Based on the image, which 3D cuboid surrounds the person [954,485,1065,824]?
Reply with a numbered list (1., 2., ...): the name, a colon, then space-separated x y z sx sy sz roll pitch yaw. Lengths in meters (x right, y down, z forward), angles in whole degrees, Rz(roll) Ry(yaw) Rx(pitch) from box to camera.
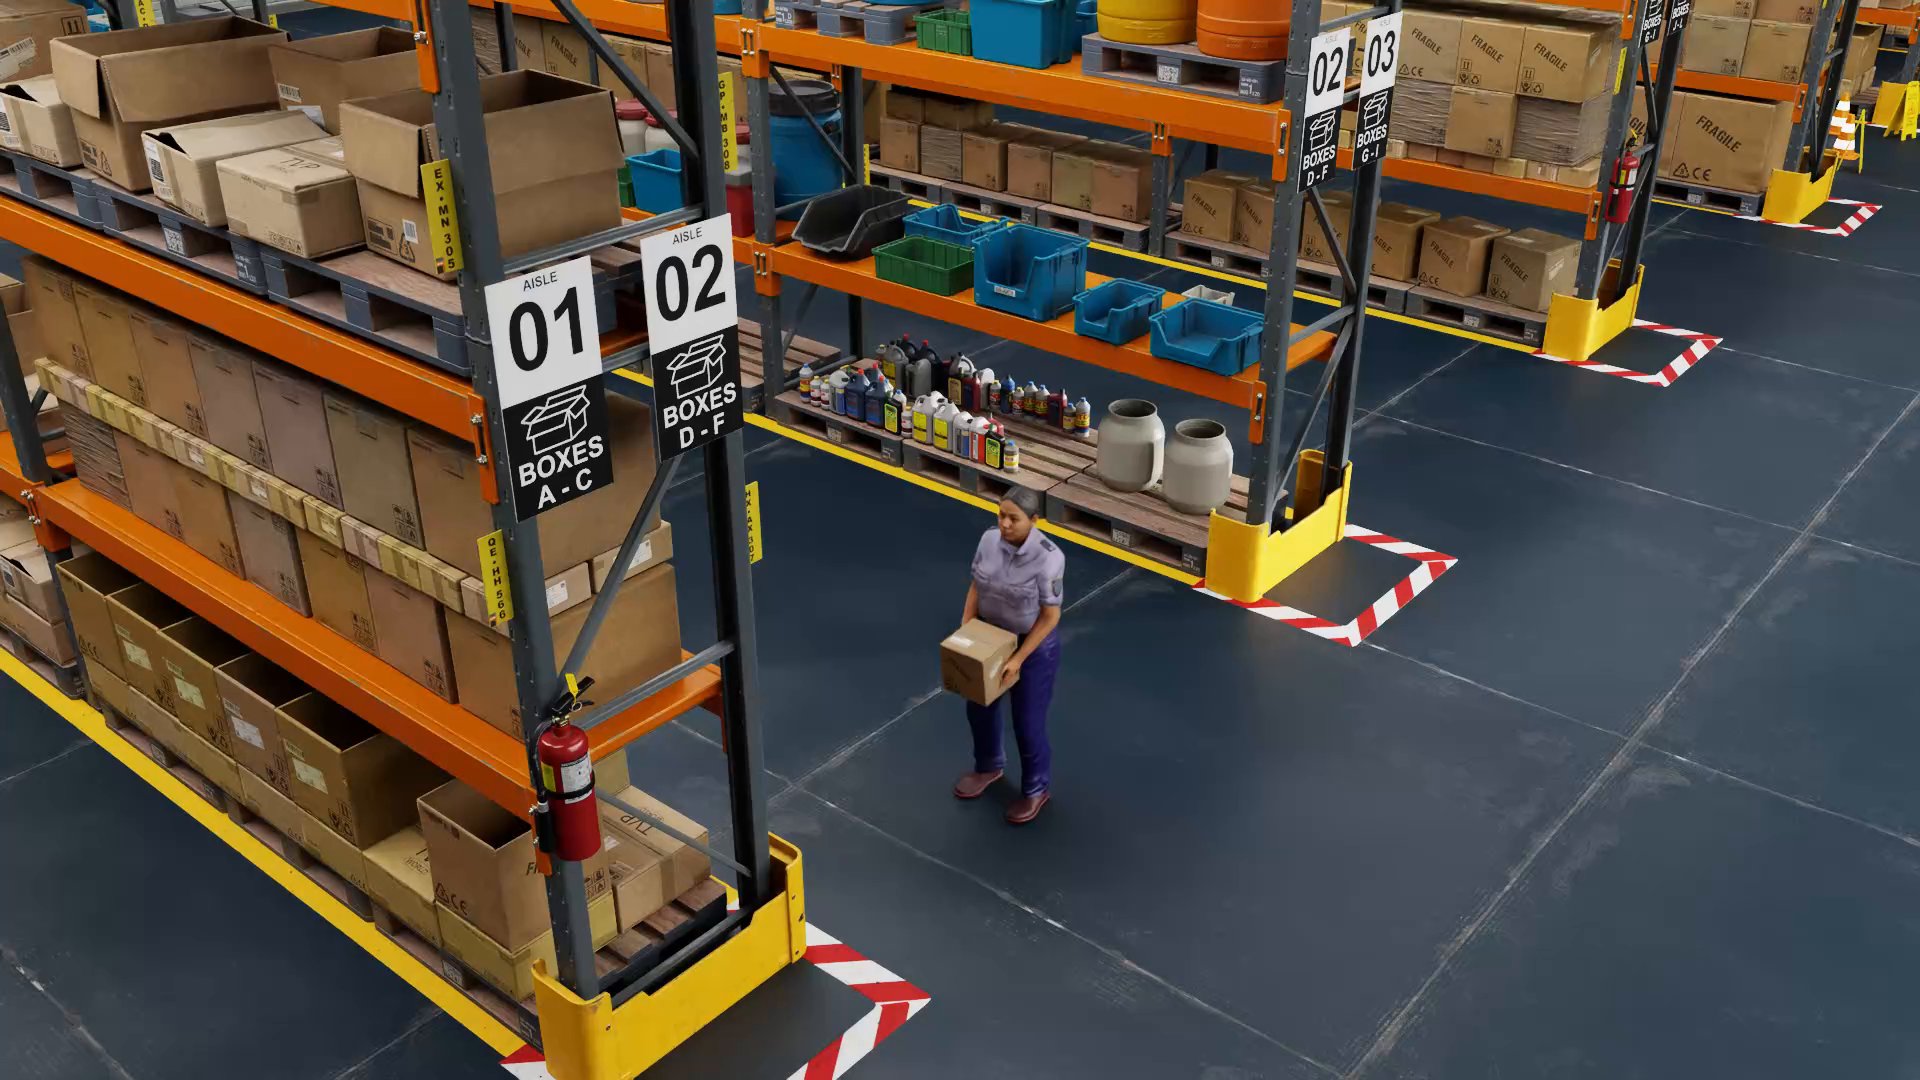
1. person: 0.217 0.519 7.628 0.494 1.655 0.463 20 34 34
